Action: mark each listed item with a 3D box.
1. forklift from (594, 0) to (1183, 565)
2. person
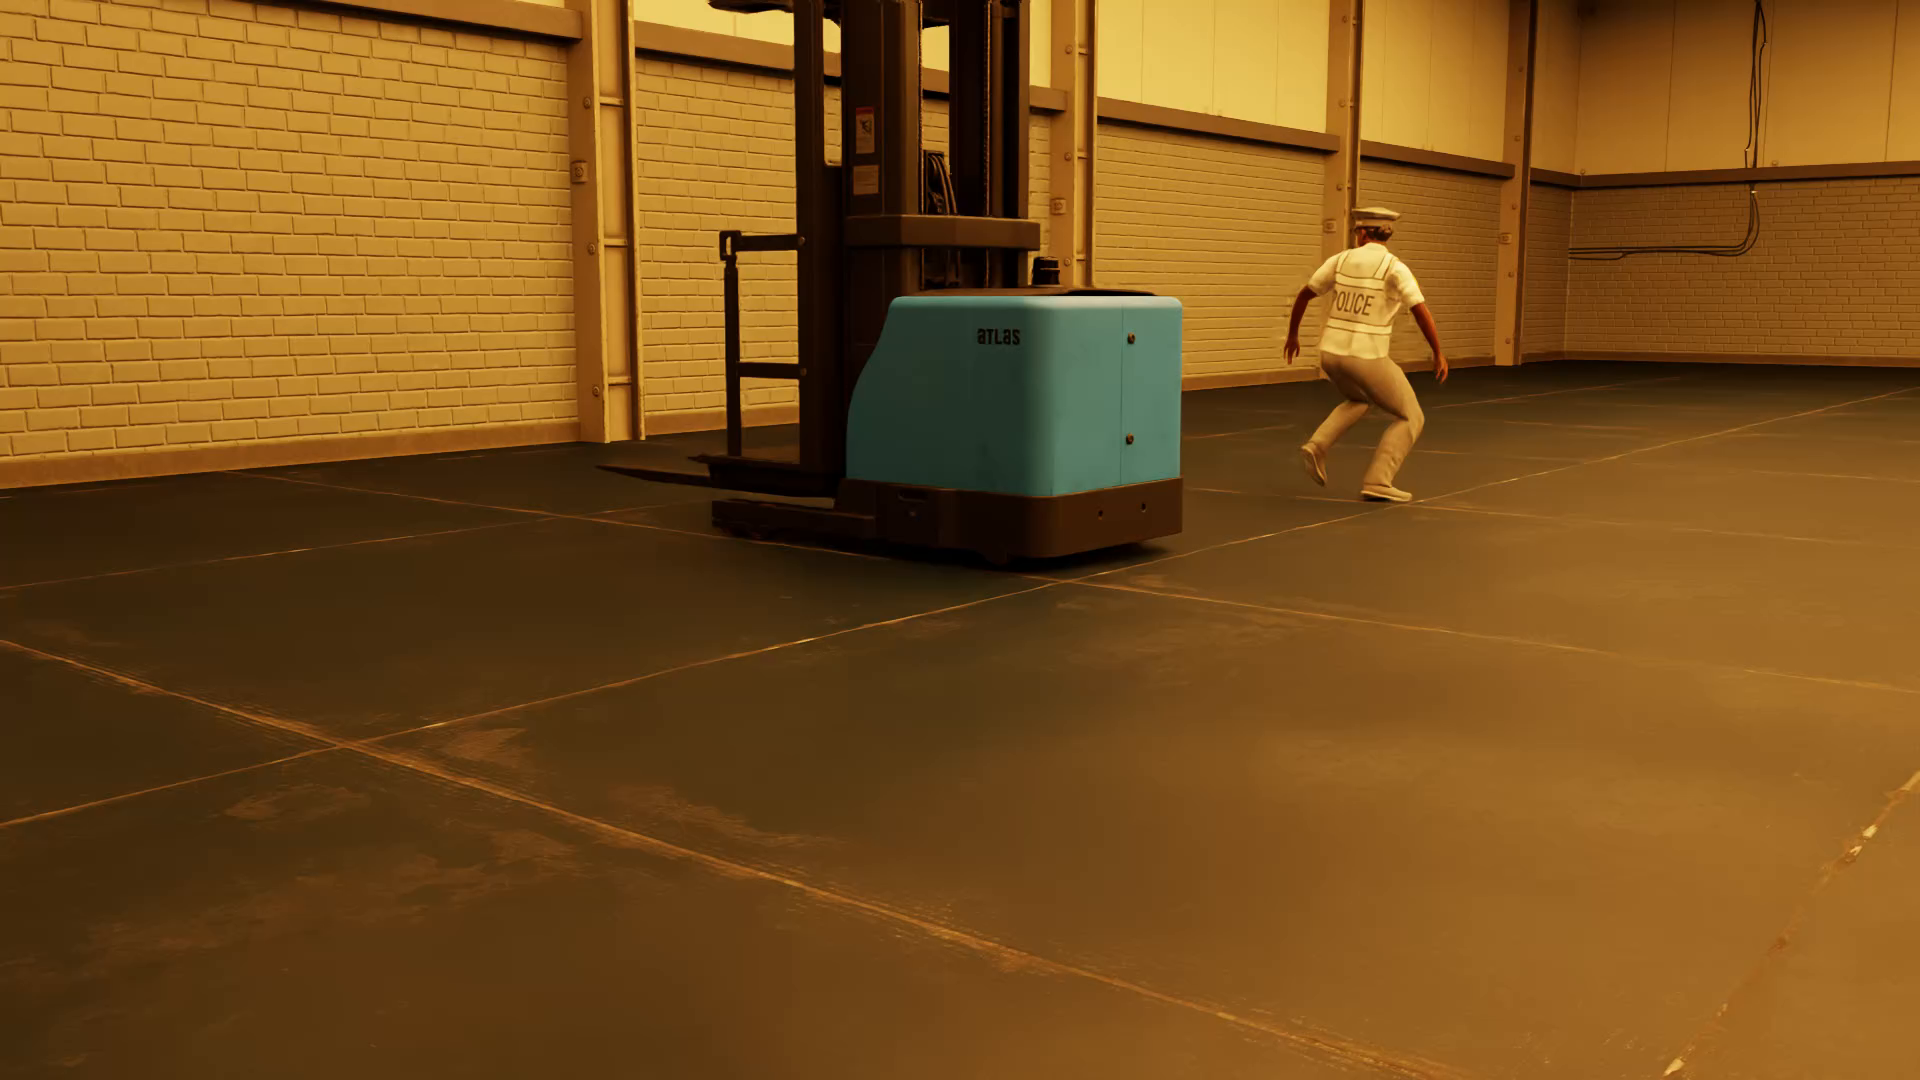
[{"bbox_3d":[-0.495,-1.502,7.547,3.031,2.935,1.130,7,11,40],"label":"forklift"},{"bbox_3d":[2.168,-0.992,8.922,0.520,1.553,0.772,-5,10,-32],"label":"person"}]
